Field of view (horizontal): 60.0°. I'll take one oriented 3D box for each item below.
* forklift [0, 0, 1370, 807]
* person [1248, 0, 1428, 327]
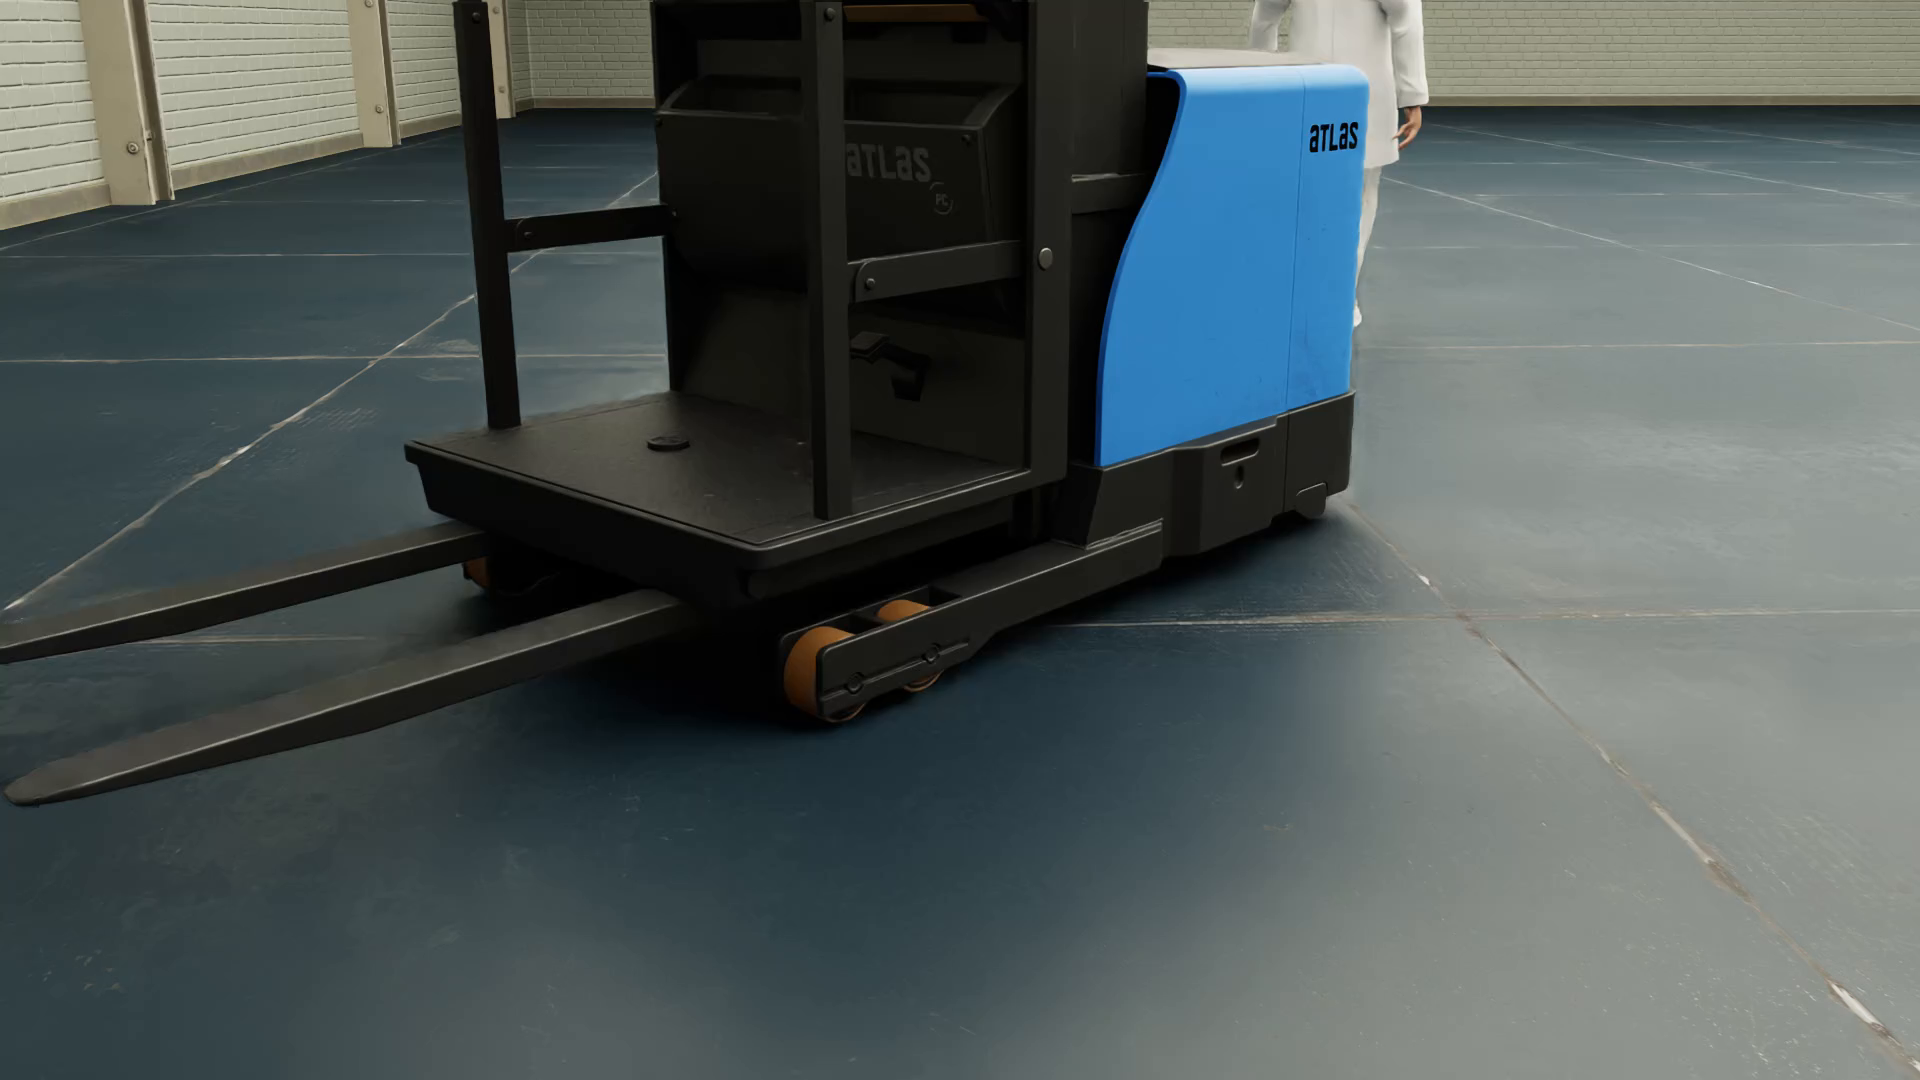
[{"bbox_3d":[-0.402,-1.251,2.998,1.130,2.935,3.031,15,22,40],"label":"forklift"},{"bbox_3d":[1.480,-1.722,6.546,0.750,1.759,0.478,8,19,24],"label":"person"}]
